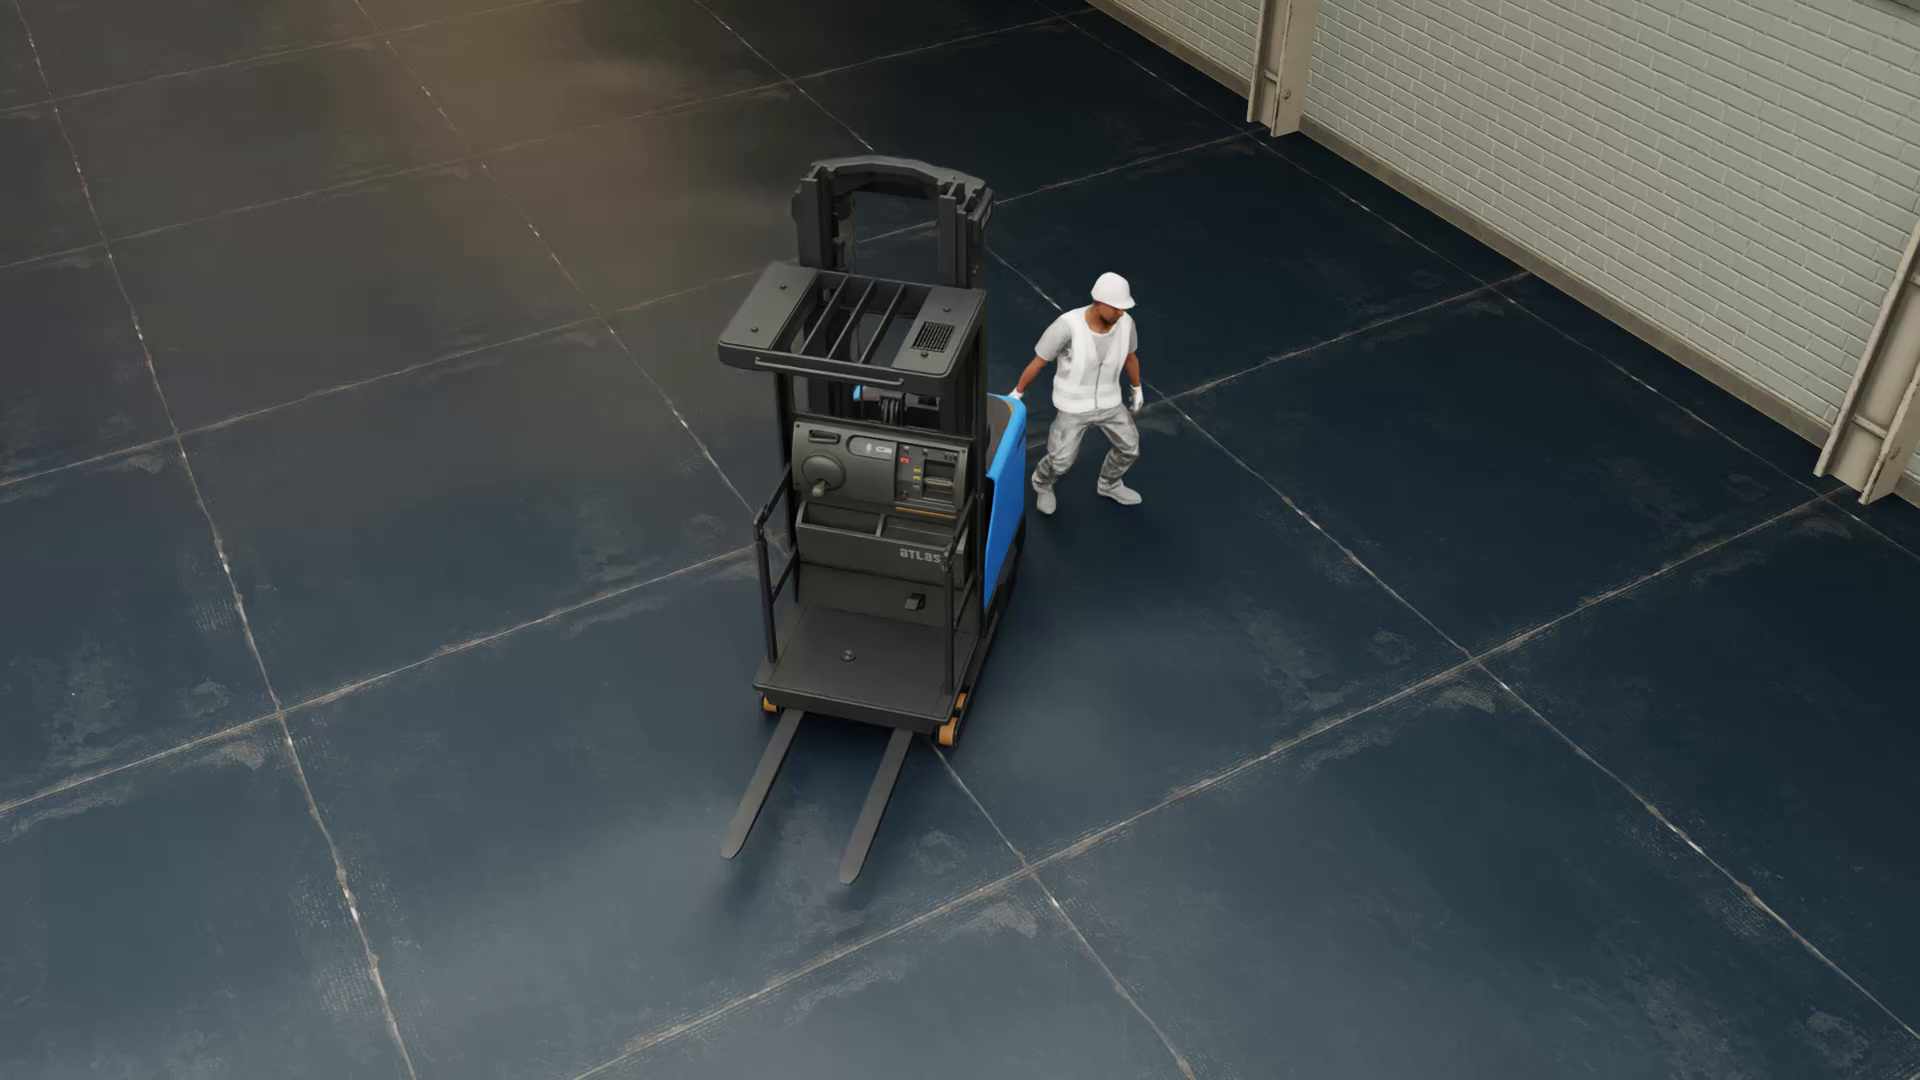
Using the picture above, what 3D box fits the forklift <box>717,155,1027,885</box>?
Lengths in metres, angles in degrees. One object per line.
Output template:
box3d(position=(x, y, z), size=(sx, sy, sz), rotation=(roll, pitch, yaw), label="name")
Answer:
box3d(position=(-0.467, -0.291, 8.387), size=(1.130, 2.935, 3.031), rotation=(9, 41, 11), label="forklift")

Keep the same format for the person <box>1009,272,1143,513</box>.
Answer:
box3d(position=(0.702, -0.872, 10.073), size=(0.889, 1.730, 0.499), rotation=(-11, 41, -13), label="person")
